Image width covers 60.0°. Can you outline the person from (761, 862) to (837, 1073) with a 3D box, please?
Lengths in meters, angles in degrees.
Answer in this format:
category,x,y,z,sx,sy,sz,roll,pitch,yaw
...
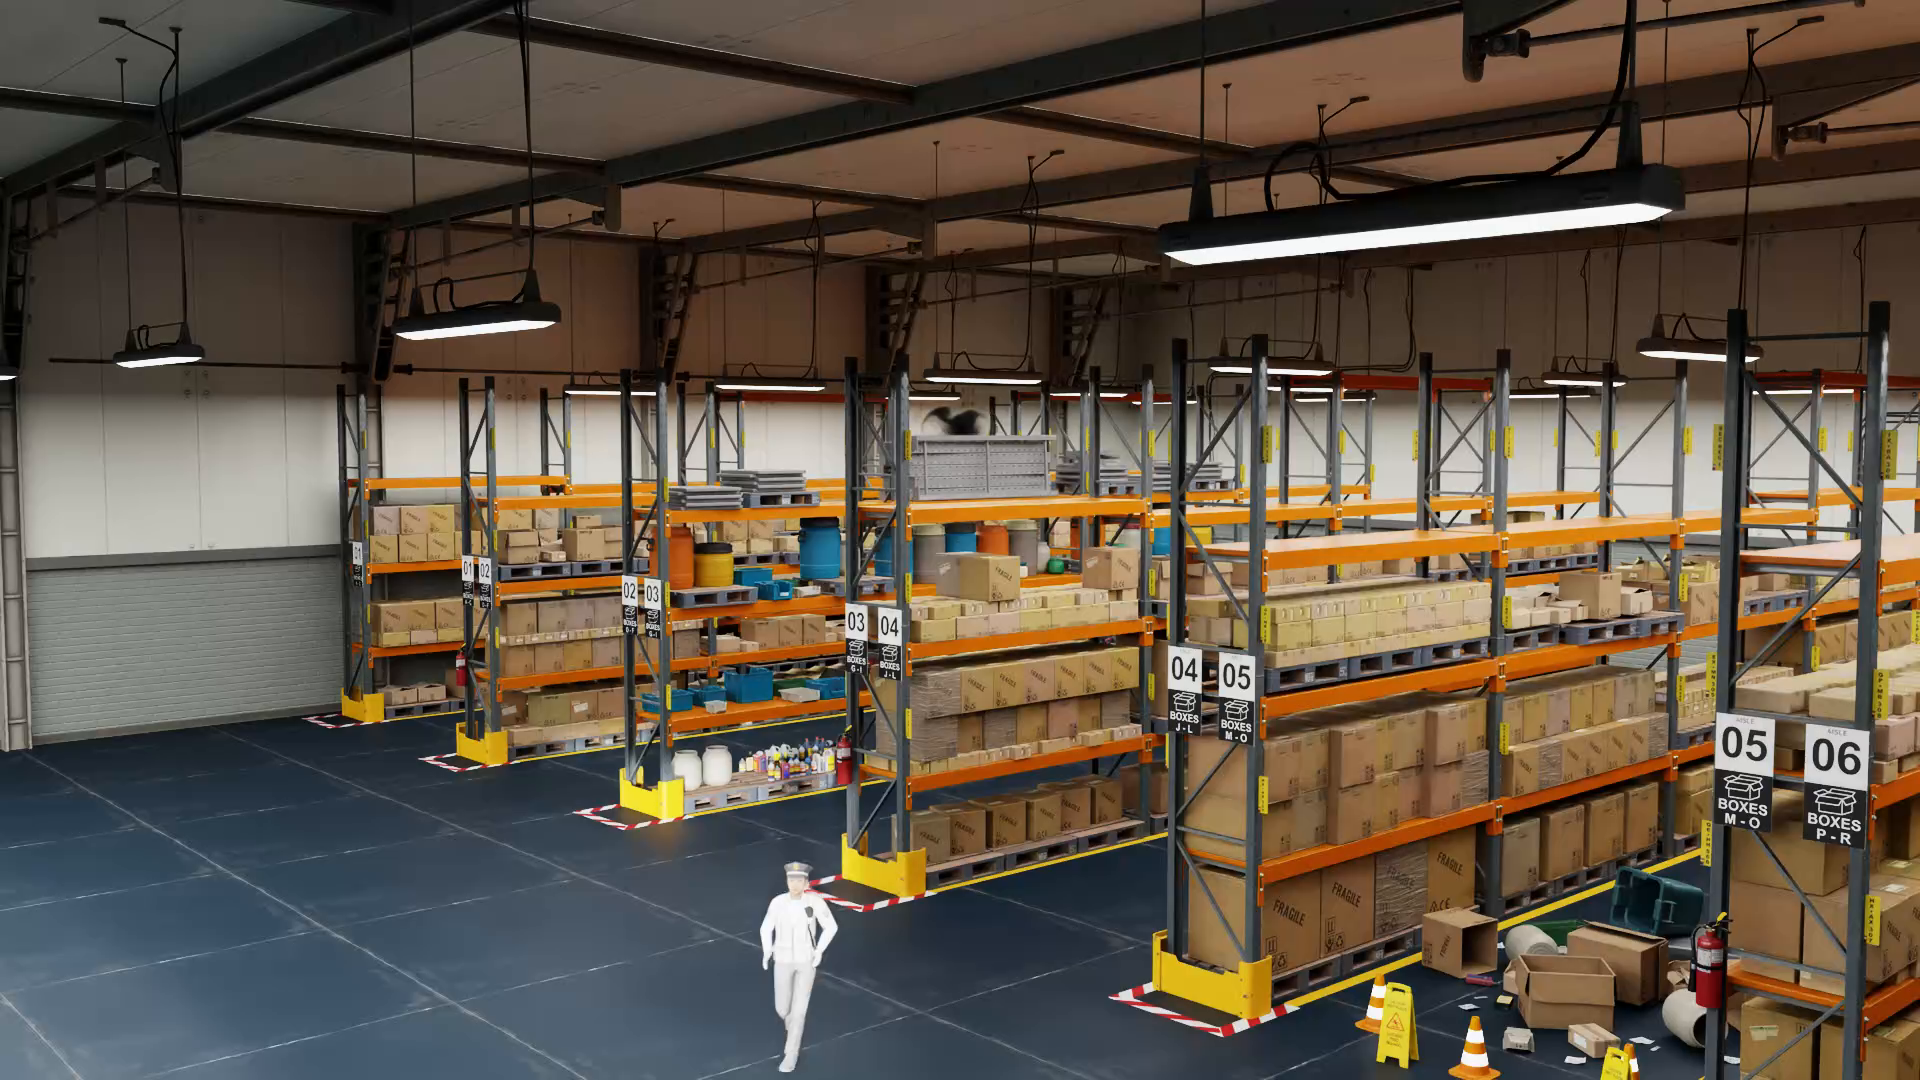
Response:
category,x,y,z,sx,sy,sz,roll,pitch,yaw
person,-1.331,3.453,13.670,0.633,1.665,0.692,0,4,5
